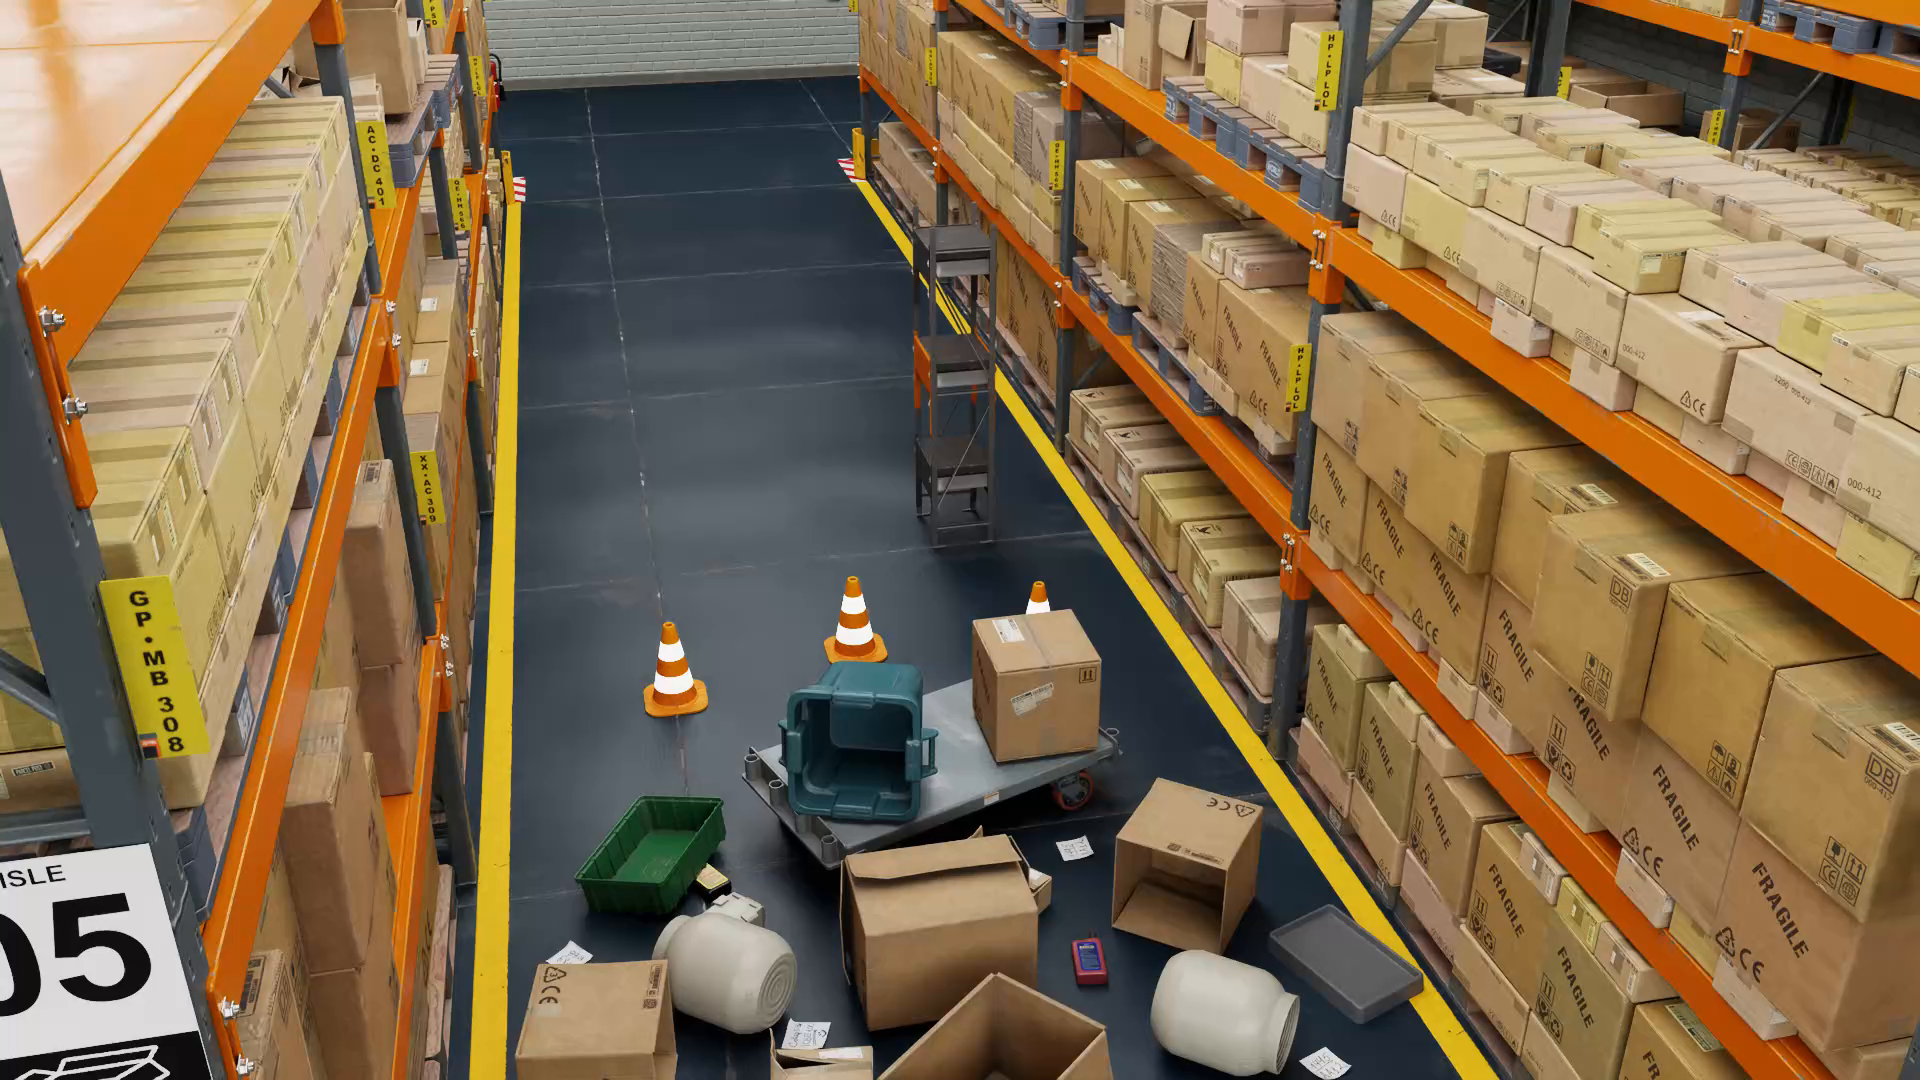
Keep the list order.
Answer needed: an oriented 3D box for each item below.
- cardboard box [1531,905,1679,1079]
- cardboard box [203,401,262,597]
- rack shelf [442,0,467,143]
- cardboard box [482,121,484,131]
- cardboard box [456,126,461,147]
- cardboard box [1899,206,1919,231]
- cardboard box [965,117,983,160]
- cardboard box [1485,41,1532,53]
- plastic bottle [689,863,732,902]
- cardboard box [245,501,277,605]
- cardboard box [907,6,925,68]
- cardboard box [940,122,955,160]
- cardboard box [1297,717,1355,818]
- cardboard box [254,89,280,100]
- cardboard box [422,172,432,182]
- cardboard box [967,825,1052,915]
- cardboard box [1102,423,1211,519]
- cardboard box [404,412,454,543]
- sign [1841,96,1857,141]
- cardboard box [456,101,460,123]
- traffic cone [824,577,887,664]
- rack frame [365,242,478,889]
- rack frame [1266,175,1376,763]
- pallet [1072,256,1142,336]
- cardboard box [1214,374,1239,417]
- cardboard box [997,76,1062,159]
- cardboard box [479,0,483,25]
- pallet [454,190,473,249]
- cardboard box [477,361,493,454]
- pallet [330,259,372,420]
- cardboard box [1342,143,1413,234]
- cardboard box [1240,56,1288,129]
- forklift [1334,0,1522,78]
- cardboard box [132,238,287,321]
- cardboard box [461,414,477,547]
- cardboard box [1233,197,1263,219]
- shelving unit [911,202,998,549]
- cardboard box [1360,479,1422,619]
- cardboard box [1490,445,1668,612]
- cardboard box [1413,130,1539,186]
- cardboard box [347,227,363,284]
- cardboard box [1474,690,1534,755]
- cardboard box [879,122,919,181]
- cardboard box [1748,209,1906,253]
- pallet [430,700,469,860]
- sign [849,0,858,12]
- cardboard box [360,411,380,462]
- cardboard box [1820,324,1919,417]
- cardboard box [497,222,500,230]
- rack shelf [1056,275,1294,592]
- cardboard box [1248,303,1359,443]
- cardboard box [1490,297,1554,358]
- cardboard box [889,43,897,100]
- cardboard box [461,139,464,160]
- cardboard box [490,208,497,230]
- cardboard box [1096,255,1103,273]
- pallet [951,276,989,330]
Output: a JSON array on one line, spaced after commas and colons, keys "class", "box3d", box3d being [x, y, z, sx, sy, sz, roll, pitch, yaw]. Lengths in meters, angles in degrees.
[{"class": "cardboard box", "box3d": [2.432, 1.627, 5.950, 0.500, 0.500, 0.500, -5, 27, -10]}, {"class": "cardboard box", "box3d": [-1.787, -0.075, 3.499, 0.500, 0.250, 0.500, -6, 27, -12]}, {"class": "rack shelf", "box3d": [-4.066, -3.385, 11.597, 1.077, 0.370, 4.000, -6, 27, -12]}, {"class": "cardboard box", "box3d": [-4.606, -3.864, 15.355, 0.380, 0.149, 0.250, -5, 27, -9]}, {"class": "cardboard box", "box3d": [-4.174, -3.183, 13.210, 0.380, 0.149, 0.250, -6, 27, -11]}, {"class": "cardboard box", "box3d": [6.259, -2.036, 10.624, 0.380, 0.149, 0.250, -6, 27, -12]}, {"class": "cardboard box", "box3d": [0.340, -3.276, 13.524, 0.500, 0.250, 0.500, -6, 27, -11]}, {"class": "cardboard box", "box3d": [5.010, -4.295, 15.353, 0.700, 0.500, 0.500, -5, 27, -10]}, {"class": "plastic bottle", "box3d": [-1.181, 1.547, 7.617, 0.133, 0.061, 0.283, -23, 35, -38]}, {"class": "cardboard box", "box3d": [-1.749, 0.048, 3.699, 0.380, 0.149, 0.250, -6, 27, -11]}, {"class": "cardboard box", "box3d": [-0.198, -4.686, 15.484, 0.500, 0.500, 0.500, -6, 27, -12]}, {"class": "cardboard box", "box3d": [0.125, -3.505, 14.532, 0.500, 0.250, 0.500, -7, 28, -13]}, {"class": "cardboard box", "box3d": [1.956, 1.046, 7.933, 0.500, 0.250, 0.500, -7, 28, -14]}, {"class": "cardboard box", "box3d": [-3.206, -1.757, 7.162, 0.500, 0.250, 0.500, -6, 27, -12]}, {"class": "cardboard box", "box3d": [-3.704, -2.395, 11.318, 0.380, 0.149, 0.250, -7, 28, -14]}, {"class": "cardboard box", "box3d": [0.179, 1.516, 7.451, 0.396, 0.266, 0.258, 19, 32, 32]}, {"class": "cardboard box", "box3d": [1.477, -0.478, 10.819, 0.950, 0.372, 0.625, -6, 27, -13]}, {"class": "cardboard box", "box3d": [-2.684, -0.257, 7.820, 0.500, 0.500, 0.500, -6, 27, -11]}, {"class": "sign", "box3d": [6.560, -3.116, 12.310, 0.100, 0.325, 0.005, -6, 27, -12]}, {"class": "cardboard box", "box3d": [-4.236, -3.430, 13.368, 0.380, 0.149, 0.250, -5, 27, -9]}, {"class": "traffic cone", "box3d": [-0.597, 0.425, 9.395, 0.336, 0.463, 0.334, -6, 27, -12]}, {"class": "rack frame", "box3d": [-2.714, 0.267, 6.892, 1.000, 3.000, 0.127, -6, 27, -12]}, {"class": "rack frame", "box3d": [2.086, -0.280, 7.976, 1.000, 3.000, 0.127, -6, 27, -12]}, {"class": "pallet", "box3d": [1.449, -1.648, 10.900, 1.213, 0.211, 1.003, -6, 27, -12]}, {"class": "cardboard box", "box3d": [1.566, -0.780, 8.780, 0.380, 0.149, 0.250, -6, 27, -12]}, {"class": "cardboard box", "box3d": [0.584, -3.171, 12.482, 0.500, 0.500, 0.500, -6, 27, -12]}, {"class": "cardboard box", "box3d": [-5.072, -5.449, 16.666, 0.500, 0.500, 0.500, -7, 28, -13]}, {"class": "pallet", "box3d": [-4.101, -2.268, 12.128, 1.003, 0.211, 1.213, -6, 27, -12]}, {"class": "cardboard box", "box3d": [-3.526, -0.897, 11.506, 0.500, 0.500, 0.500, -7, 28, -14]}, {"class": "pallet", "box3d": [-2.539, -0.672, 5.522, 1.003, 0.211, 1.213, -6, 27, -12]}, {"class": "cardboard box", "box3d": [1.919, -1.464, 6.829, 0.500, 0.250, 0.500, -7, 28, -13]}, {"class": "cardboard box", "box3d": [1.704, -2.204, 8.159, 0.500, 0.250, 0.500, -6, 27, -11]}, {"class": "forklift", "box3d": [3.493, -2.740, 12.927, 1.130, 2.935, 3.031, -10, 28, -19]}, {"class": "cardboard box", "box3d": [-1.921, -0.641, 4.180, 0.380, 0.149, 0.250, -6, 27, -11]}, {"class": "cardboard box", "box3d": [-3.566, -0.396, 10.236, 1.050, 0.750, 0.750, -6, 27, -12]}, {"class": "cardboard box", "box3d": [1.828, -2.001, 9.758, 0.380, 0.149, 0.250, -7, 28, -14]}, {"class": "shelving unit", "box3d": [-0.037, -1.010, 10.421, 0.431, 2.100, 0.503, -6, 27, -12]}, {"class": "cardboard box", "box3d": [2.050, -0.018, 7.016, 0.500, 0.500, 0.500, -6, 27, -12]}, {"class": "cardboard box", "box3d": [2.361, -0.019, 5.909, 0.700, 0.500, 0.500, -6, 27, -12]}, {"class": "cardboard box", "box3d": [1.977, -1.463, 6.385, 0.380, 0.149, 0.250, -7, 28, -13]}, {"class": "cardboard box", "box3d": [-2.263, -0.954, 5.684, 0.380, 0.149, 0.250, -6, 27, -11]}, {"class": "cardboard box", "box3d": [2.208, 0.673, 6.366, 0.380, 0.149, 0.250, -6, 27, -12]}, {"class": "cardboard box", "box3d": [-0.372, -4.312, 18.342, 0.875, 0.438, 0.875, -7, 28, -13]}, {"class": "cardboard box", "box3d": [2.794, -0.955, 5.378, 0.380, 0.149, 0.250, -5, 27, -11]}, {"class": "pallet", "box3d": [-2.961, 1.181, 8.176, 1.003, 0.211, 1.213, -6, 27, -12]}, {"class": "sign", "box3d": [-1.160, -5.916, 18.094, 0.100, 0.325, 0.005, -6, 27, -12]}, {"class": "cardboard box", "box3d": [-2.664, -0.117, 6.287, 0.875, 0.550, 0.550, -6, 27, -12]}, {"class": "cardboard box", "box3d": [2.528, -0.453, 4.383, 0.380, 0.149, 0.250, -6, 27, -12]}, {"class": "cardboard box", "box3d": [-4.735, -3.144, 16.347, 0.380, 0.149, 0.250, -5, 27, -11]}, {"class": "rack shelf", "box3d": [1.636, -0.837, 9.877, 1.077, 0.370, 4.000, -6, 27, -12]}, {"class": "cardboard box", "box3d": [1.759, -0.824, 8.147, 0.500, 0.500, 0.500, -6, 27, -13]}, {"class": "cardboard box", "box3d": [2.123, -0.770, 5.897, 0.380, 0.149, 0.250, -6, 28, -13]}, {"class": "cardboard box", "box3d": [-0.422, -4.690, 16.602, 0.500, 0.500, 0.500, -5, 27, -10]}, {"class": "cardboard box", "box3d": [-4.234, -3.166, 13.507, 0.380, 0.149, 0.250, -7, 28, -13]}, {"class": "cardboard box", "box3d": [-4.613, -3.049, 15.829, 0.380, 0.149, 0.250, -6, 27, -12]}, {"class": "cardboard box", "box3d": [1.108, -1.822, 10.844, 0.380, 0.149, 0.250, -8, 28, -15]}, {"class": "pallet", "box3d": [0.531, -2.216, 14.906, 1.003, 0.211, 1.213, -6, 27, -12]}]
